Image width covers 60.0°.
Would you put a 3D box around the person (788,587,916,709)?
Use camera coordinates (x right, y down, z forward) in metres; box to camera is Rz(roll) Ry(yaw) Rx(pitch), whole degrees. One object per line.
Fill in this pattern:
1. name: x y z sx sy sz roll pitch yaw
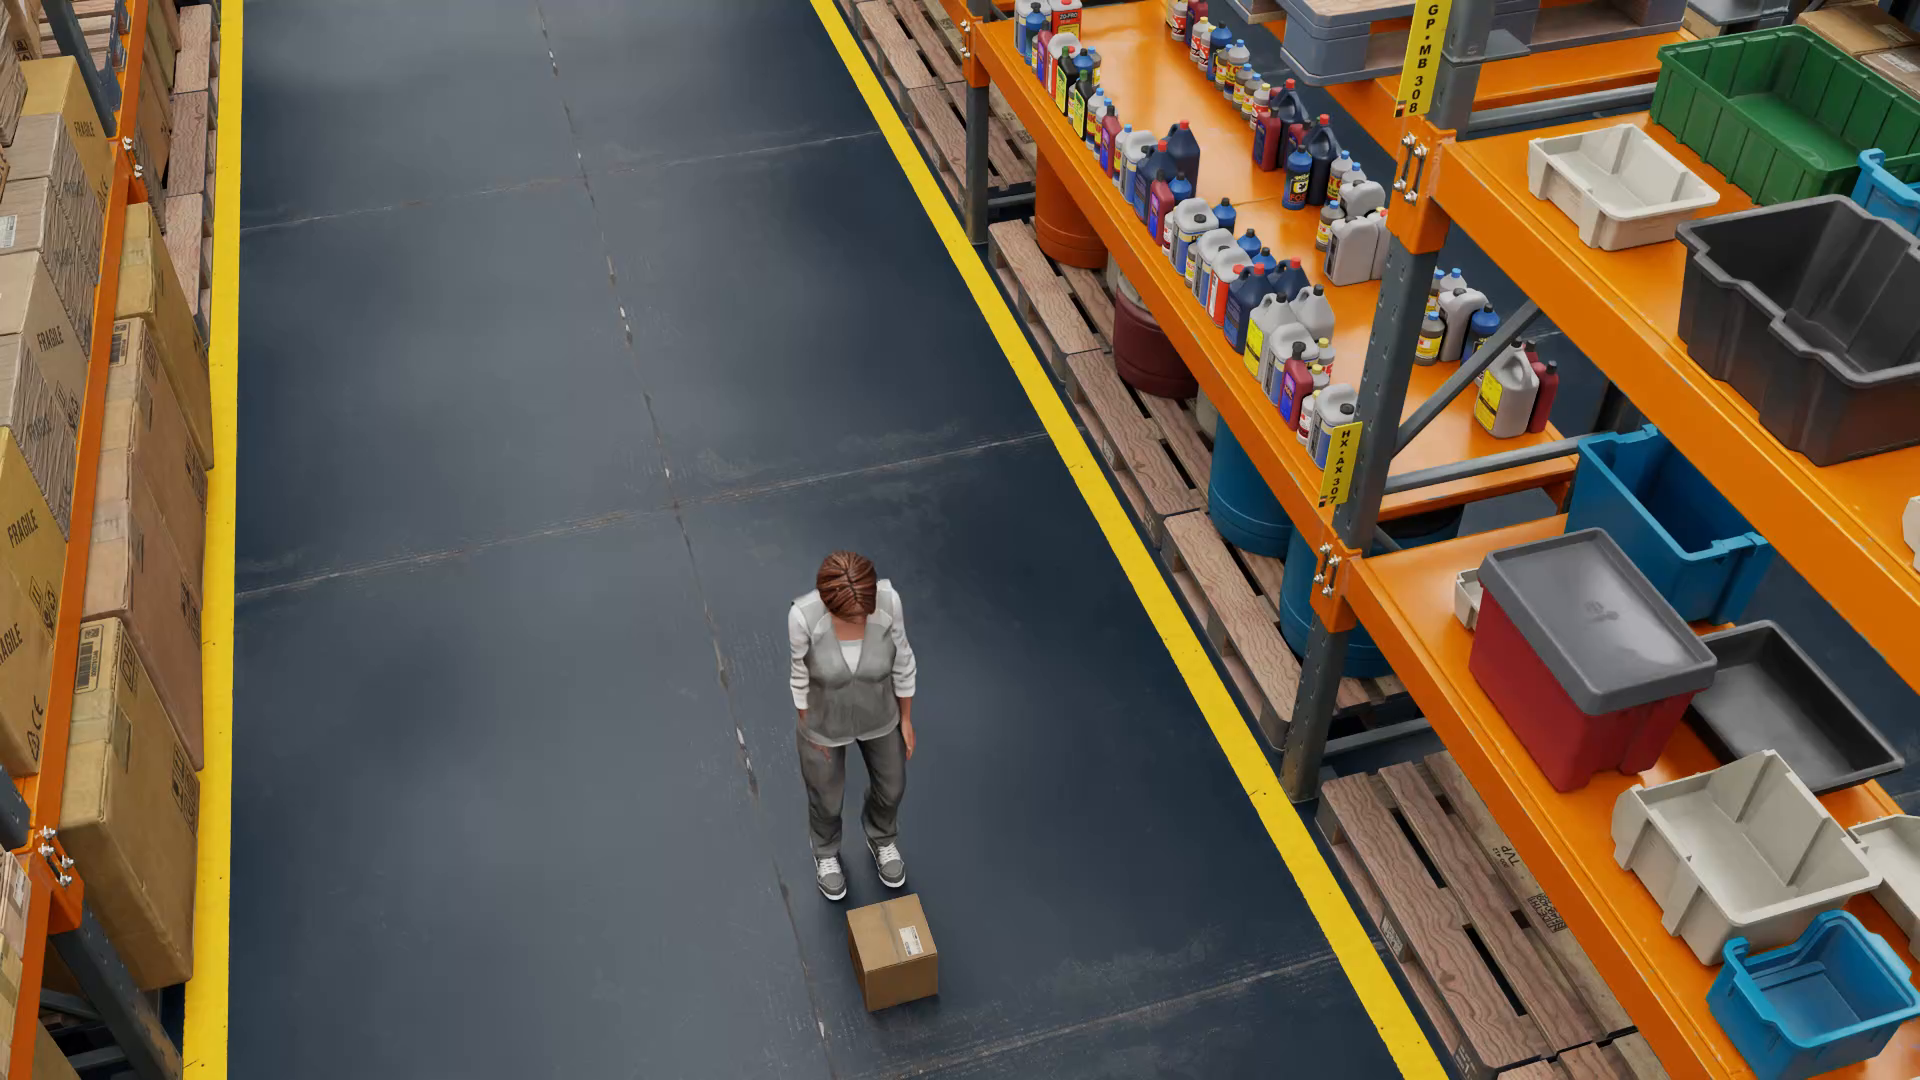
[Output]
1. person: -0.350 0.391 5.357 0.415 0.561 0.280 -11 44 -12
